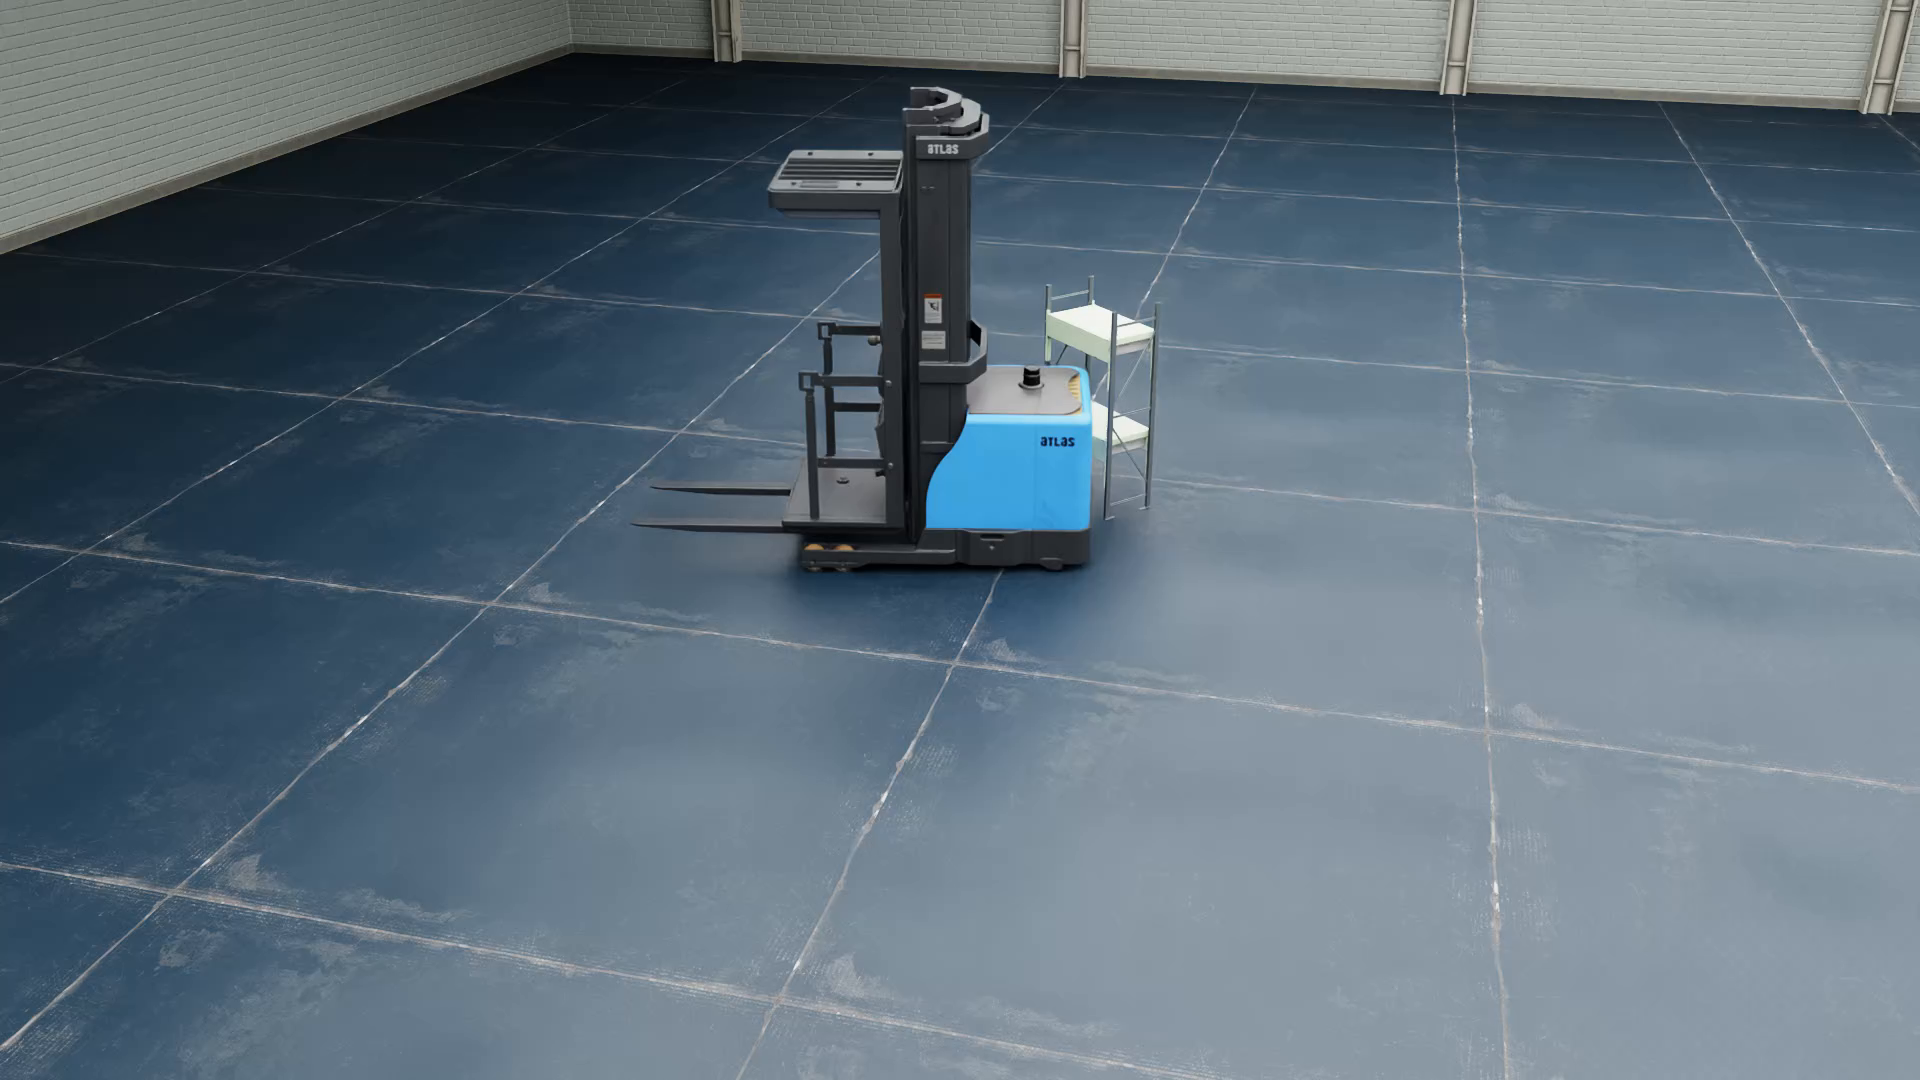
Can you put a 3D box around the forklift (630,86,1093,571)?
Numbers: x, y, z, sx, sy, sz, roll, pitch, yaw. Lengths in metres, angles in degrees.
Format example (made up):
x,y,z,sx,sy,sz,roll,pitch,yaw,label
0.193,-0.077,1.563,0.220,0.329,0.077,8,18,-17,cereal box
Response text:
x,y,z,sx,sy,sz,roll,pitch,yaw,label
-0.651,-1.348,10.672,3.031,2.935,1.130,1,25,2,forklift

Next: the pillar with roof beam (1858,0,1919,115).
x,y,z,sx,sy,sz,roll,pitch,yaw,label
12.390,-8.568,18.778,0.400,9.000,9.100,6,26,13,pillar with roof beam

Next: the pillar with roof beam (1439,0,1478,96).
x,y,z,sx,sy,sz,roll,pitch,yaw,label
6.579,-9.210,20.128,0.400,9.000,9.100,6,26,13,pillar with roof beam

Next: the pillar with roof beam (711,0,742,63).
x,y,z,sx,sy,sz,roll,pitch,yaw,label
-5.043,-10.495,22.826,0.400,9.000,9.100,6,26,13,pillar with roof beam

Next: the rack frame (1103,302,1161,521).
x,y,z,sx,sy,sz,roll,pitch,yaw,label
1.168,-0.861,11.314,0.400,1.500,0.023,-16,30,-30,rack frame

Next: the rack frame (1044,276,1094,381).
x,y,z,sx,sy,sz,roll,pitch,yaw,label
0.765,-1.124,11.866,0.400,1.500,0.023,-16,30,-30,rack frame

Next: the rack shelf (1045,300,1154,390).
x,y,z,sx,sy,sz,roll,pitch,yaw,label
0.966,-1.345,11.422,0.431,0.370,0.720,-16,30,-30,rack shelf

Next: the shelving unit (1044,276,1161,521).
x,y,z,sx,sy,sz,roll,pitch,yaw,label
0.966,-0.993,11.590,0.431,1.500,0.755,-16,30,-30,shelving unit

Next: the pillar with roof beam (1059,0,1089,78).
x,y,z,sx,sy,sz,roll,pitch,yaw,label
0.768,-9.853,21.477,0.400,9.000,9.100,6,26,13,pillar with roof beam

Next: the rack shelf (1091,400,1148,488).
x,y,z,sx,sy,sz,roll,pitch,yaw,label
0.966,-0.698,11.730,0.431,0.370,0.720,-16,30,-30,rack shelf
